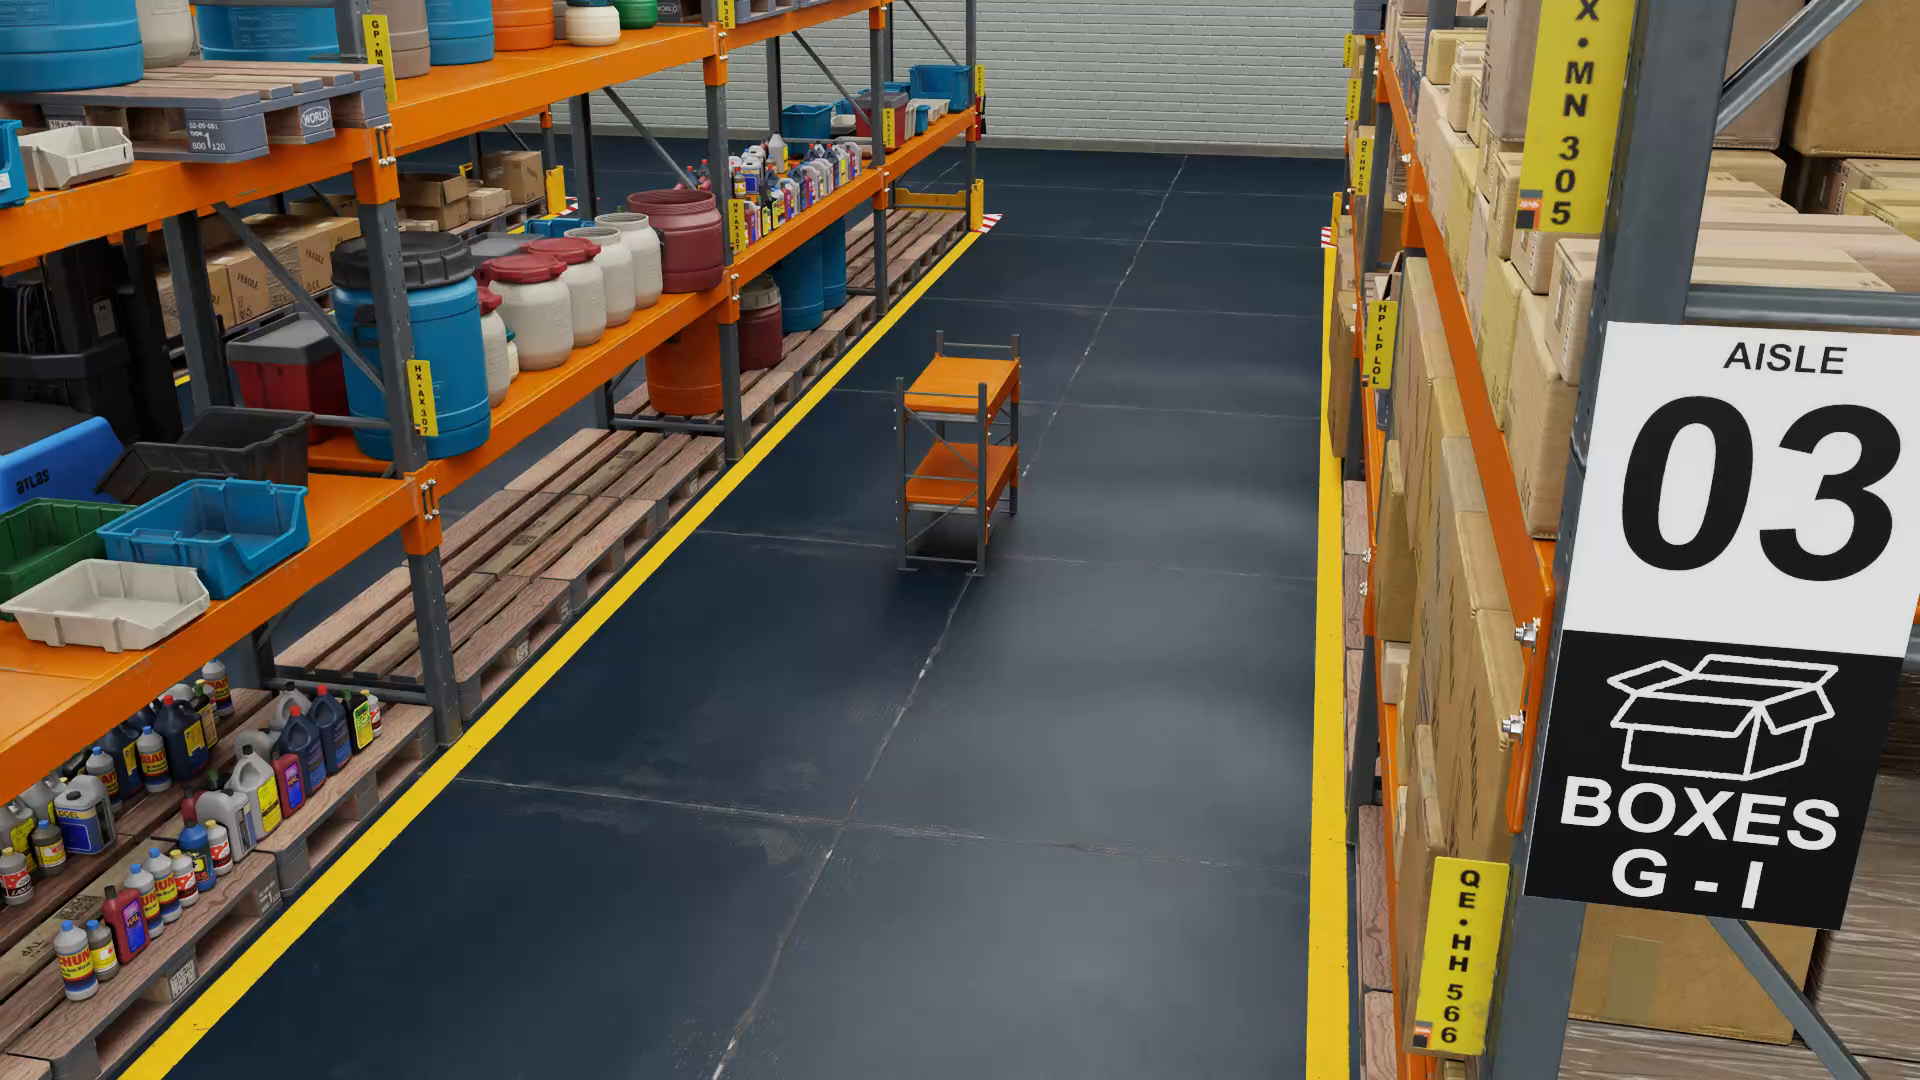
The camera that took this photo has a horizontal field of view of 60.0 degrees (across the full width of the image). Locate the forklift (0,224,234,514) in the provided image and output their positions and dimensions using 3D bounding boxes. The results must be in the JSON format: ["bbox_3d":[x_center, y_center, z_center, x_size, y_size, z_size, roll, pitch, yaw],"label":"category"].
[{"bbox_3d":[-4.735,-1.302,9.164,1.130,2.935,3.031,5,22,12],"label":"forklift"}]

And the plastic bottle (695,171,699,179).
[{"bbox_3d":[-1.999,-2.632,12.530,0.061,0.283,0.133,4,22,11],"label":"plastic bottle"}]

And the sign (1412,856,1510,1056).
[{"bbox_3d":[0.715,0.599,2.379,0.100,0.325,0.005,4,22,11],"label":"sign"}]

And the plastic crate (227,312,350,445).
[{"bbox_3d":[-2.979,-0.739,7.587,0.402,0.464,0.583,4,22,11],"label":"plastic crate"}]

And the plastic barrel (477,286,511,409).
[{"bbox_3d":[-2.369,-0.905,7.903,0.433,0.535,0.433,0,22,0],"label":"plastic barrel"}]

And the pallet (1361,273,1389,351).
[{"bbox_3d":[2.845,-1.236,9.165,1.213,0.211,1.003,4,22,11],"label":"pallet"}]

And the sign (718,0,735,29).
[{"bbox_3d":[-1.422,-3.275,10.095,0.100,0.325,0.005,4,22,11],"label":"sign"}]

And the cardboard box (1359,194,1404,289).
[{"bbox_3d":[2.745,-1.840,10.272,0.500,0.500,0.500,5,23,13],"label":"cardboard box"}]

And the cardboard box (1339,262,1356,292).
[{"bbox_3d":[3.237,-1.379,11.545,1.225,0.875,0.875,5,22,11],"label":"cardboard box"}]

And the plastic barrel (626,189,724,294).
[{"bbox_3d":[-1.760,-1.842,10.229,0.600,0.536,0.708,4,22,11],"label":"plastic barrel"}]

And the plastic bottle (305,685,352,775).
[{"bbox_3d":[-2.628,0.774,6.875,0.144,0.351,0.185,4,22,9],"label":"plastic bottle"}]

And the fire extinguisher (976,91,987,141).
[{"bbox_3d":[0.146,-4.709,18.133,0.296,0.674,0.183,4,22,11],"label":"fire extinguisher"}]

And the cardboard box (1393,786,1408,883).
[{"bbox_3d":[1.313,0.772,4.258,0.380,0.149,0.250,4,22,11],"label":"cardboard box"}]

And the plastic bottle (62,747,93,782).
[{"bbox_3d":[-3.462,0.937,6.559,0.061,0.283,0.133,5,23,13],"label":"plastic bottle"}]

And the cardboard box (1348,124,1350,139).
[{"bbox_3d":[3.863,-3.828,15.680,0.380,0.149,0.250,4,22,10],"label":"cardboard box"}]

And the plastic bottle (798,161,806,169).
[{"bbox_3d":[-1.241,-2.841,13.066,0.097,0.271,0.097,0,22,0],"label":"plastic bottle"}]

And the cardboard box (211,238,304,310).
[{"bbox_3d":[-6.026,-2.292,14.287,0.500,0.500,0.500,5,22,12],"label":"cardboard box"}]

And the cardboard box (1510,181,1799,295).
[{"bbox_3d":[1.122,-0.495,2.719,0.380,0.149,0.250,3,22,9],"label":"cardboard box"}]

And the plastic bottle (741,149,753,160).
[{"bbox_3d":[-1.739,-3.060,13.609,0.097,0.271,0.097,0,22,0],"label":"plastic bottle"}]

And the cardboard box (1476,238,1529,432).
[{"bbox_3d":[1.203,-0.368,2.939,0.500,0.250,0.500,5,22,11],"label":"cardboard box"}]

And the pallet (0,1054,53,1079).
[{"bbox_3d":[-3.454,1.920,4.804,1.003,0.211,1.213,4,22,11],"label":"pallet"}]

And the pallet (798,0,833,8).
[{"bbox_3d":[-1.439,-4.029,12.080,1.003,0.211,1.213,4,22,11],"label":"pallet"}]

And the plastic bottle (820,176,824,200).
[{"bbox_3d":[-1.112,-2.762,12.962,0.097,0.201,0.097,0,22,0],"label":"plastic bottle"}]

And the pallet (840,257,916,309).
[{"bbox_3d":[-1.034,-2.413,15.562,1.003,0.211,1.213,4,22,11],"label":"pallet"}]

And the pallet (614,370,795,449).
[{"bbox_3d":[-1.842,-0.970,11.978,1.003,0.211,1.213,4,22,11],"label":"pallet"}]

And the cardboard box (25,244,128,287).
[{"bbox_3d":[-6.842,-2.124,12.865,0.500,0.250,0.500,5,23,13],"label":"cardboard box"}]

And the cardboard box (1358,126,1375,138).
[{"bbox_3d":[3.364,-2.954,13.039,0.500,0.500,0.500,5,22,11],"label":"cardboard box"}]

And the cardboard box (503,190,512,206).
[{"bbox_3d":[-5.219,-3.807,18.495,0.380,0.166,0.250,4,22,11],"label":"cardboard box"}]

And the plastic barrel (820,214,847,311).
[{"bbox_3d":[-1.274,-2.458,14.189,0.600,0.901,0.708,4,22,11],"label":"plastic barrel"}]

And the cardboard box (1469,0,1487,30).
[{"bbox_3d":[2.164,-2.006,6.423,0.396,0.266,0.258,5,23,13],"label":"cardboard box"}]

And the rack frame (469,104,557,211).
[{"bbox_3d":[-5.178,-5.276,18.939,1.000,3.000,0.127,4,22,11],"label":"rack frame"}]

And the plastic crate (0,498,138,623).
[{"bbox_3d":[-3.332,0.065,5.962,0.450,0.188,0.662,4,22,11],"label":"plastic crate"}]

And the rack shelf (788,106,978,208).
[{"bbox_3d":[-0.738,-3.832,16.316,1.077,0.370,4.000,4,22,11],"label":"rack shelf"}]

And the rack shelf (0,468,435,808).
[{"bbox_3d":[-3.187,0.557,5.419,1.077,0.370,4.000,4,22,11],"label":"rack shelf"}]

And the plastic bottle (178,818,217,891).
[{"bbox_3d":[-2.788,1.140,6.070,0.097,0.271,0.097,0,22,0],"label":"plastic bottle"}]

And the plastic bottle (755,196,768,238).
[{"bbox_3d":[-1.391,-2.266,11.620,0.061,0.283,0.133,4,22,11],"label":"plastic bottle"}]

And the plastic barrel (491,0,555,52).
[{"bbox_3d":[-2.476,-3.039,8.794,0.600,0.830,0.708,4,22,11],"label":"plastic barrel"}]

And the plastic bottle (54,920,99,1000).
[{"bbox_3d":[-2.920,1.376,5.484,0.097,0.271,0.097,0,22,0],"label":"plastic bottle"}]

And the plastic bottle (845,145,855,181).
[{"bbox_3d":[-0.913,-3.123,13.750,0.061,0.283,0.133,4,22,11],"label":"plastic bottle"}]

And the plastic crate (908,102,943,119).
[{"bbox_3d":[-0.392,-4.386,17.001,0.396,0.136,0.243,4,22,11],"label":"plastic crate"}]

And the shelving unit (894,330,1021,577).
[{"bbox_3d":[0.001,-0.524,9.650,0.538,1.125,1.048,4,22,11],"label":"shelving unit"}]

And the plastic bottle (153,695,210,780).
[{"bbox_3d":[-3.208,0.791,6.832,0.144,0.351,0.185,4,22,11],"label":"plastic bottle"}]

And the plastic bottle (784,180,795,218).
[{"bbox_3d":[-1.271,-2.508,12.238,0.097,0.271,0.097,0,22,0],"label":"plastic bottle"}]

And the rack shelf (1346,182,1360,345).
[{"bbox_3d":[3.295,-1.992,11.747,1.077,0.370,4.000,4,22,11],"label":"rack shelf"}]

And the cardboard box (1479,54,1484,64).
[{"bbox_3d":[1.631,-1.249,4.592,0.380,0.149,0.250,5,23,13],"label":"cardboard box"}]

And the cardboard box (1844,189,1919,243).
[{"bbox_3d":[1.615,-0.447,2.601,0.380,0.149,0.250,4,22,10],"label":"cardboard box"}]

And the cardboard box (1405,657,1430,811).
[{"bbox_3d":[1.522,0.577,3.874,0.875,0.500,0.500,4,22,11],"label":"cardboard box"}]

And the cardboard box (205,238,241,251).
[{"bbox_3d":[-6.539,-2.321,14.360,0.500,0.500,0.500,5,22,12],"label":"cardboard box"}]

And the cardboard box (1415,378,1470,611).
[{"bbox_3d":[1.435,-0.084,4.178,0.500,0.500,0.500,4,22,11],"label":"cardboard box"}]

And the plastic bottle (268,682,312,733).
[{"bbox_3d":[-2.769,0.763,6.902,0.144,0.351,0.185,4,22,11],"label":"plastic bottle"}]

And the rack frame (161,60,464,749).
[{"bbox_3d":[-2.778,-0.509,7.101,1.000,3.000,0.127,4,22,11],"label":"rack frame"}]

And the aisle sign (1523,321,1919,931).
[{"bbox_3d":[0.948,0.126,2.046,0.394,0.787,0.004,4,22,11],"label":"aisle sign"}]

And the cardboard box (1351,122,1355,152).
[{"bbox_3d":[3.639,-3.496,14.322,0.500,0.250,0.500,5,23,13],"label":"cardboard box"}]

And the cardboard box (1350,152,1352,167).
[{"bbox_3d":[3.549,-3.265,14.281,0.380,0.149,0.250,4,22,10],"label":"cardboard box"}]

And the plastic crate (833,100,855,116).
[{"bbox_3d":[-1.032,-4.191,16.388,0.416,0.233,0.300,4,22,11],"label":"plastic crate"}]

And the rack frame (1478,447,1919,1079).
[{"bbox_3d":[1.254,1.332,2.531,1.000,3.000,0.127,4,22,11],"label":"rack frame"}]

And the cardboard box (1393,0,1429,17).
[{"bbox_3d":[2.336,-2.742,7.828,0.500,0.500,0.500,4,22,9],"label":"cardboard box"}]
